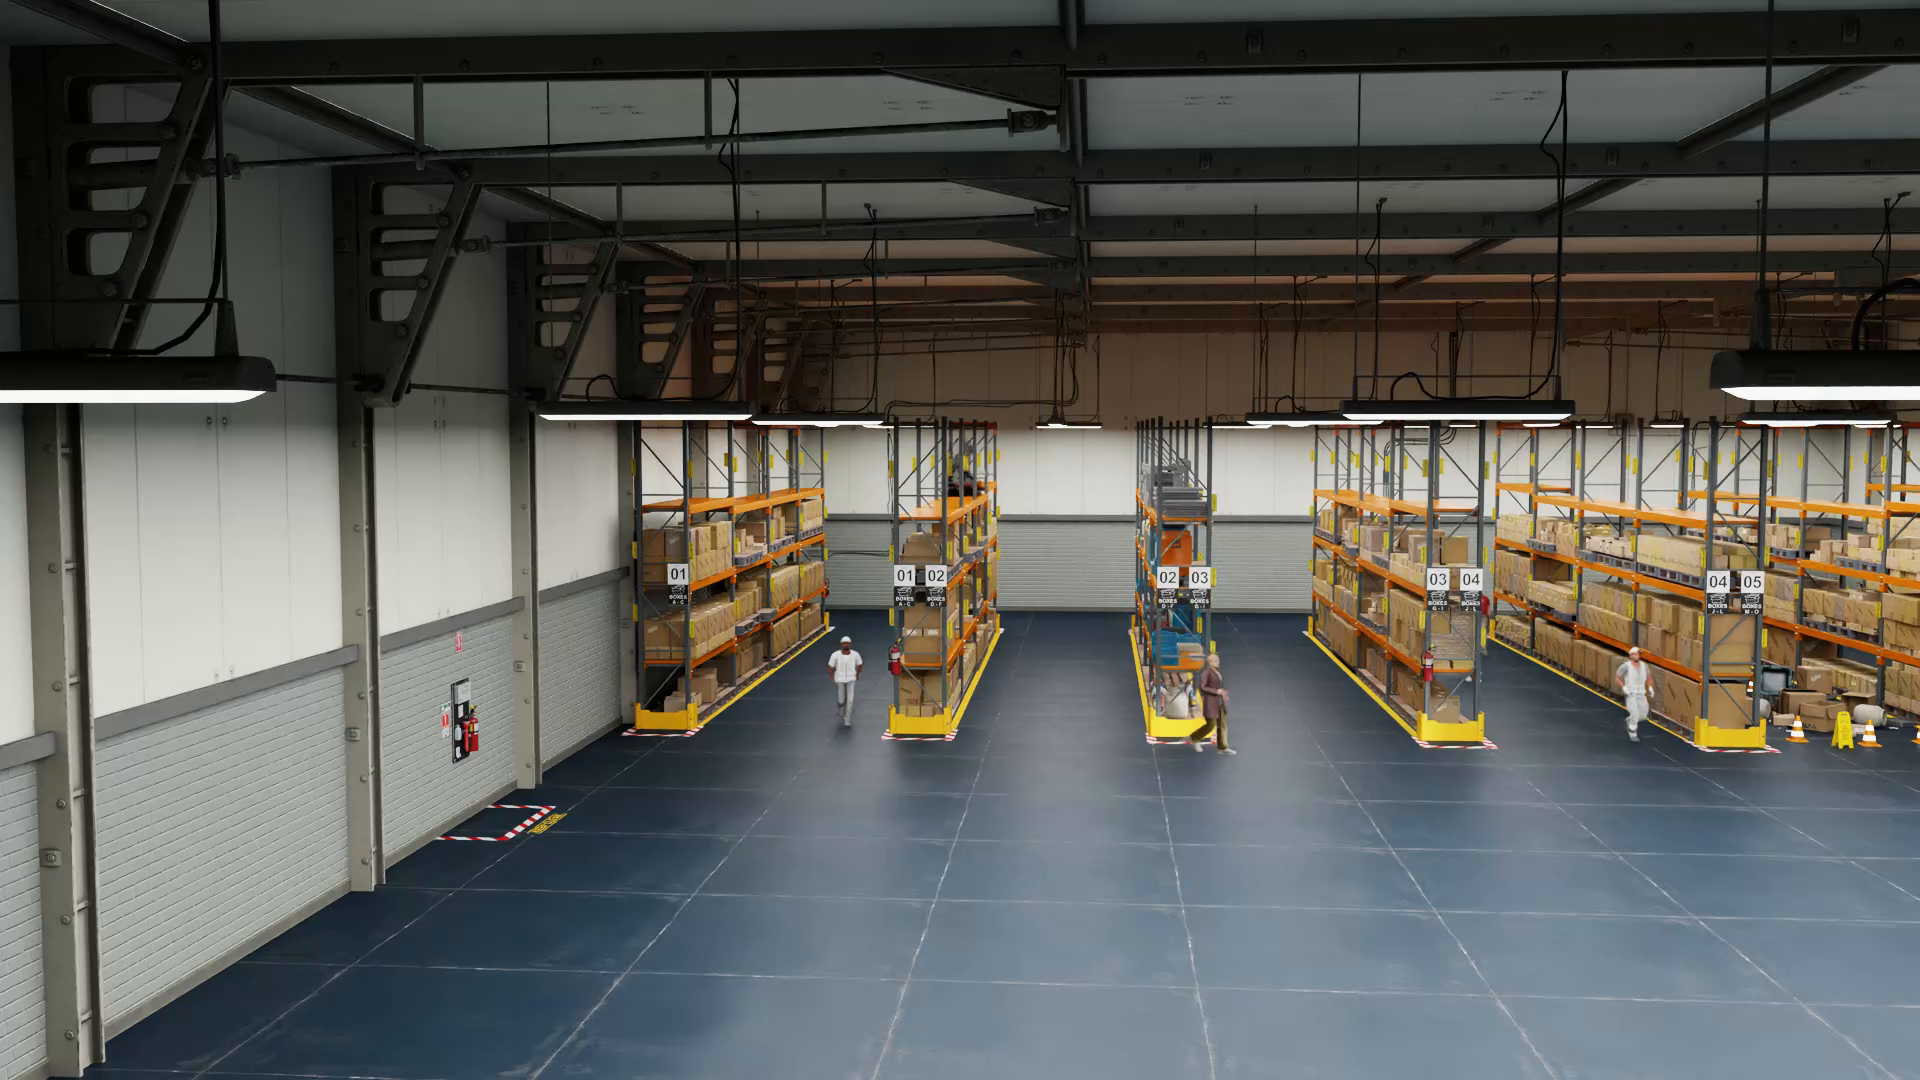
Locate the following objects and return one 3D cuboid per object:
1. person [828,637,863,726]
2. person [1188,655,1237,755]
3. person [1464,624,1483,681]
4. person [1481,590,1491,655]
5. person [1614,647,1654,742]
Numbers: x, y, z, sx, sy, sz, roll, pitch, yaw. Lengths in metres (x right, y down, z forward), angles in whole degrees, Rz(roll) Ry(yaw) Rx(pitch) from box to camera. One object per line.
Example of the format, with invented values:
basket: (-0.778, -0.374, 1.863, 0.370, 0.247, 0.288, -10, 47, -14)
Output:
person: (-2.222, 2.743, 32.440, 0.695, 1.716, 0.737, -1, 4, -9)
person: (4.464, 2.902, 29.398, 0.921, 1.763, 0.730, 3, 5, 38)
person: (11.688, 2.369, 38.046, 0.695, 1.738, 0.631, 0, 4, 2)
person: (13.347, 2.048, 42.742, 0.672, 1.700, 0.919, 0, 4, 3)
person: (12.448, 2.836, 30.766, 0.704, 1.736, 0.640, 0, 4, -7)
